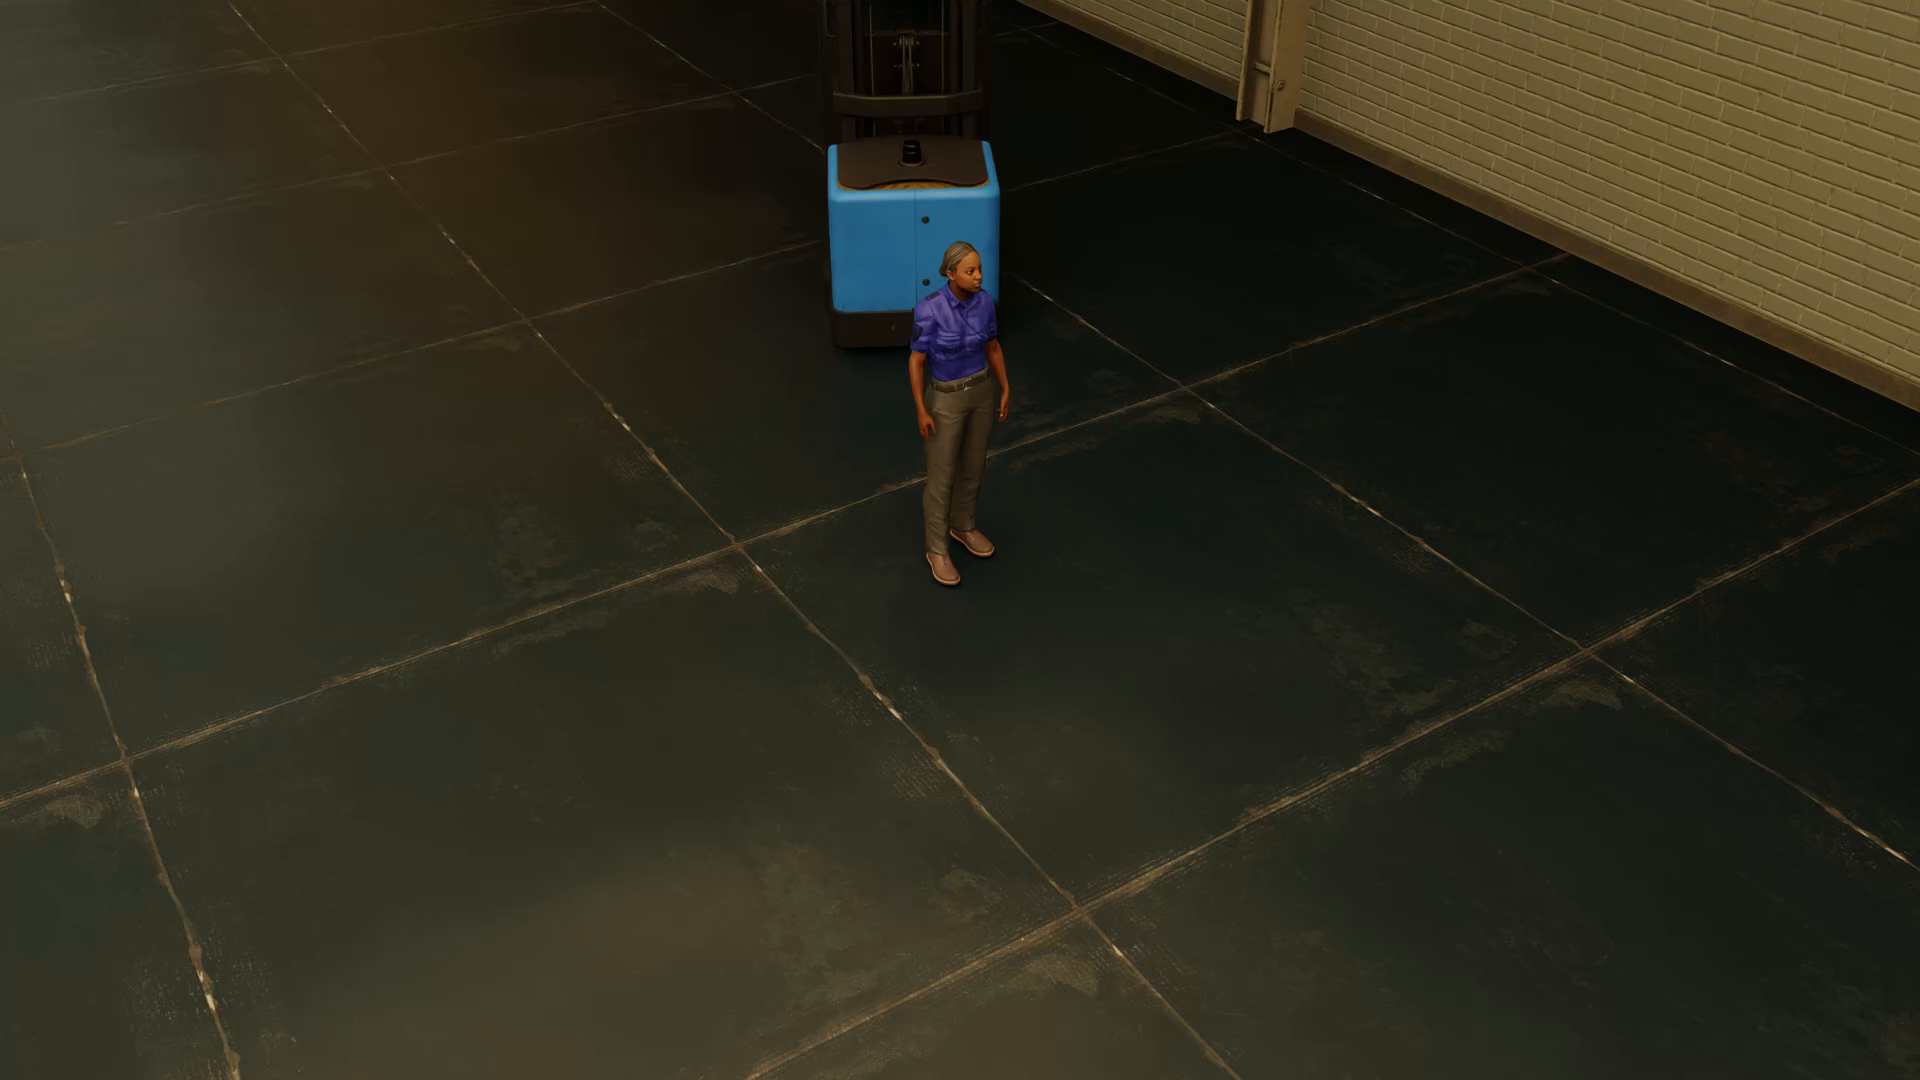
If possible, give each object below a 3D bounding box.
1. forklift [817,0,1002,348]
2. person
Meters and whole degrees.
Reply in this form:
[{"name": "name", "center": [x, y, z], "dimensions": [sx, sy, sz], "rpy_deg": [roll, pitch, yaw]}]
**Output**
[{"name": "forklift", "center": [-0.363, -3.210, 10.716], "dimensions": [1.130, 2.935, 3.031], "rpy_deg": [-2, 35, -3]}, {"name": "person", "center": [0.031, -0.629, 8.152], "dimensions": [0.569, 1.643, 0.504], "rpy_deg": [-21, 40, -27]}]
